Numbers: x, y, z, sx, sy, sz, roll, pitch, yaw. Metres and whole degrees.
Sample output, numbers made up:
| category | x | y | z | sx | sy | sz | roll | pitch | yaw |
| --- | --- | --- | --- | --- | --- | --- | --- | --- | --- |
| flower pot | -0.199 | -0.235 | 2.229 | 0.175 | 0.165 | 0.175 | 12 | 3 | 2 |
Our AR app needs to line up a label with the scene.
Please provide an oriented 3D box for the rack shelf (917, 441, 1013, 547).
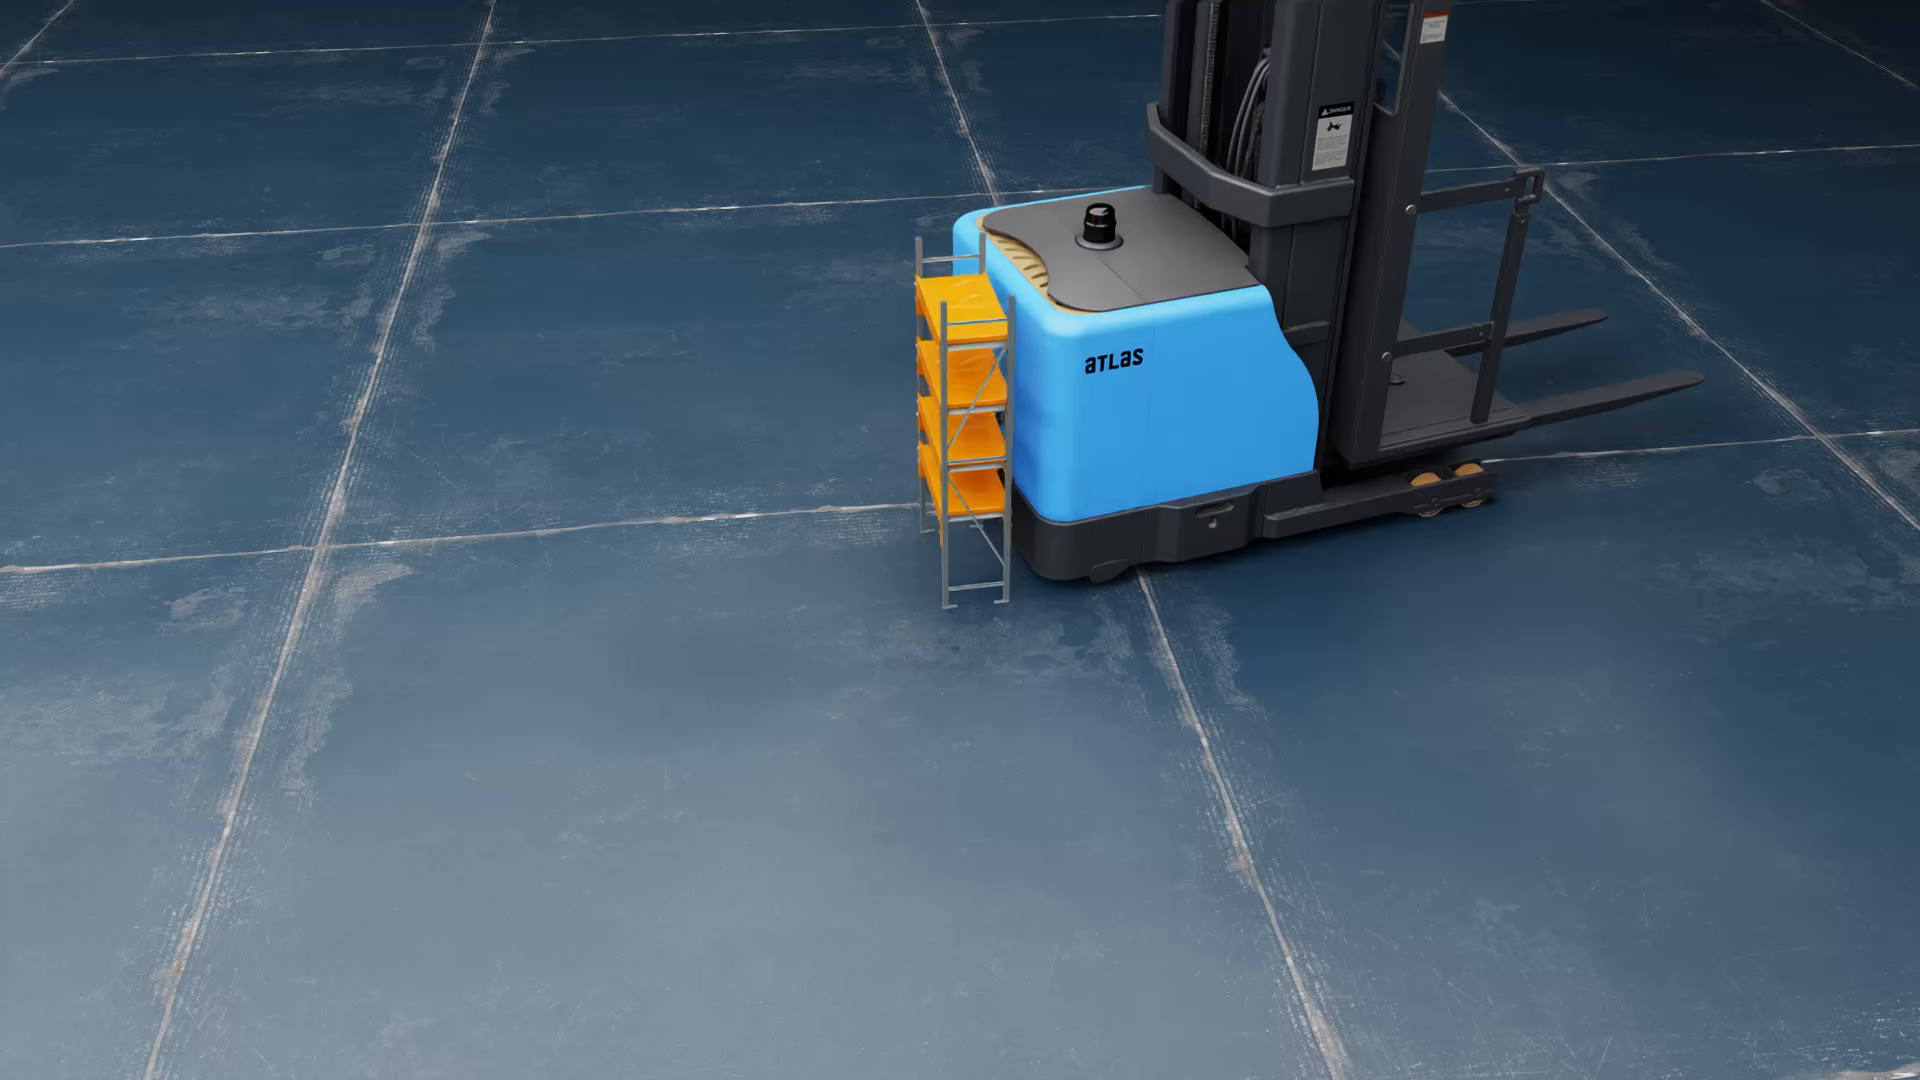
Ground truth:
| category | x | y | z | sx | sy | sz | roll | pitch | yaw |
| --- | --- | --- | --- | --- | --- | --- | --- | --- | --- |
| rack shelf | 0.012 | -0.180 | 5.921 | 0.258 | 0.148 | 0.480 | -6 | 35 | -8 |

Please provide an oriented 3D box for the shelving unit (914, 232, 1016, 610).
| category | x | y | z | sx | sy | sz | roll | pitch | yaw |
| --- | --- | --- | --- | --- | --- | --- | --- | --- | --- |
| shelving unit | 0.012 | -0.400 | 5.771 | 0.258 | 1.200 | 0.503 | -6 | 35 | -8 |

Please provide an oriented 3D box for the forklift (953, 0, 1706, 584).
| category | x | y | z | sx | sy | sz | roll | pitch | yaw |
| --- | --- | --- | --- | --- | --- | --- | --- | --- | --- |
| forklift | 1.531 | -1.566 | 5.945 | 3.031 | 2.935 | 1.130 | -12 | 36 | -17 |

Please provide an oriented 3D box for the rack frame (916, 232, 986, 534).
| category | x | y | z | sx | sy | sz | roll | pitch | yaw |
| --- | --- | --- | --- | --- | --- | --- | --- | --- | --- |
| rack frame | -0.031 | -0.535 | 5.969 | 0.240 | 1.200 | 0.015 | -6 | 35 | -8 |

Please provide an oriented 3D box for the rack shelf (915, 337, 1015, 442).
| category | x | y | z | sx | sy | sz | roll | pitch | yaw |
| --- | --- | --- | --- | --- | --- | --- | --- | --- | --- |
| rack shelf | 0.012 | -0.529 | 5.683 | 0.258 | 0.148 | 0.480 | -6 | 35 | -8 |

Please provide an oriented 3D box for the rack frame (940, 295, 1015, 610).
| category | x | y | z | sx | sy | sz | roll | pitch | yaw |
| --- | --- | --- | --- | --- | --- | --- | --- | --- | --- |
| rack frame | 0.056 | -0.264 | 5.572 | 0.240 | 1.200 | 0.015 | -6 | 35 | -8 |

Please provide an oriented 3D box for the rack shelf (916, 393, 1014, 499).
| category | x | y | z | sx | sy | sz | roll | pitch | yaw |
| --- | --- | --- | --- | --- | --- | --- | --- | --- | --- |
| rack shelf | 0.012 | -0.344 | 5.809 | 0.258 | 0.148 | 0.480 | -6 | 35 | -8 |

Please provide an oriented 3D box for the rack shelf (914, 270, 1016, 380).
| category | x | y | z | sx | sy | sz | roll | pitch | yaw |
| --- | --- | --- | --- | --- | --- | --- | --- | --- | --- |
| rack shelf | 0.012 | -0.724 | 5.550 | 0.258 | 0.148 | 0.480 | -6 | 35 | -8 |
